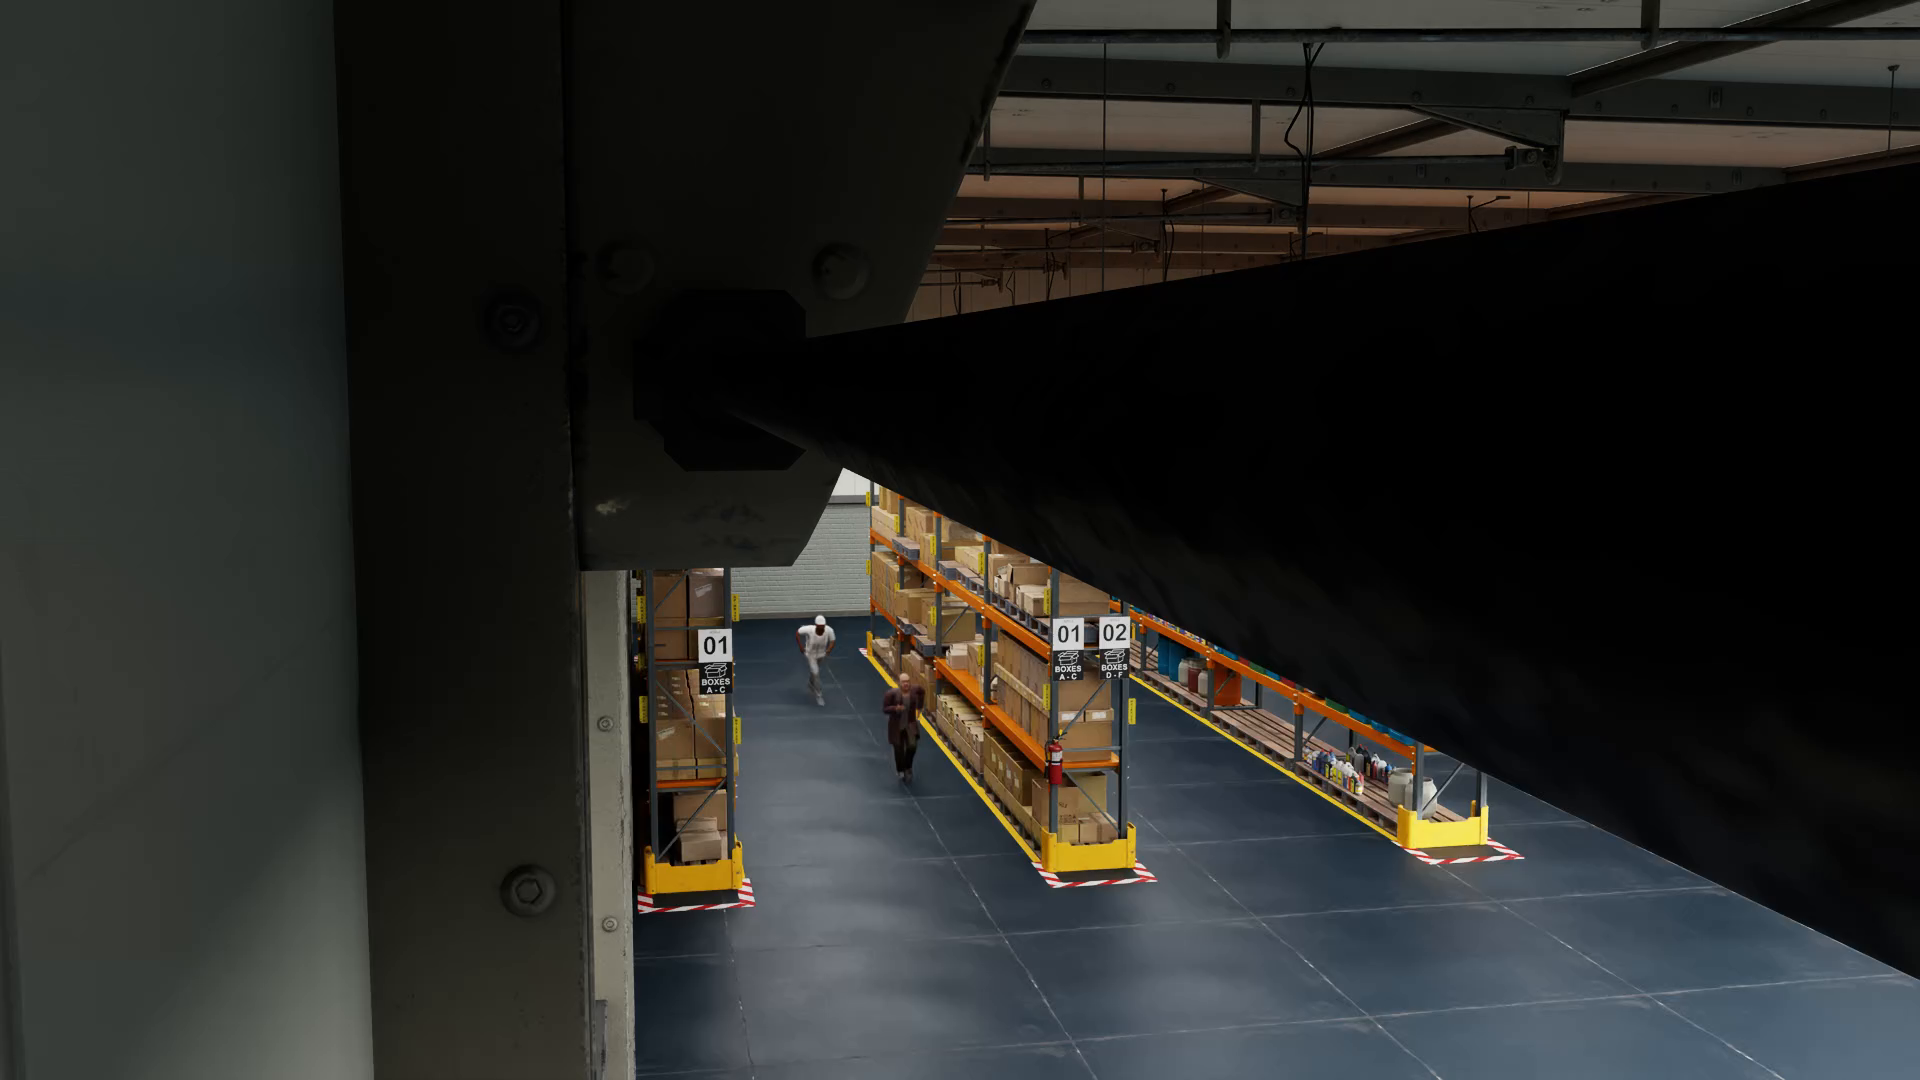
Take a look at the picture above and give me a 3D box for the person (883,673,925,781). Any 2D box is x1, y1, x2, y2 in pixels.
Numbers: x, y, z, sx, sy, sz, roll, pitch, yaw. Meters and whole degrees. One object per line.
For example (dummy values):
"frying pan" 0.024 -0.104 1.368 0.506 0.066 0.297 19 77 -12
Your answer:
"person" -0.843 2.833 25.165 0.680 1.703 0.934 -1 6 -8

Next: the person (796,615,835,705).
"person" -2.746 2.233 31.510 0.746 1.715 1.060 -2 6 -18
